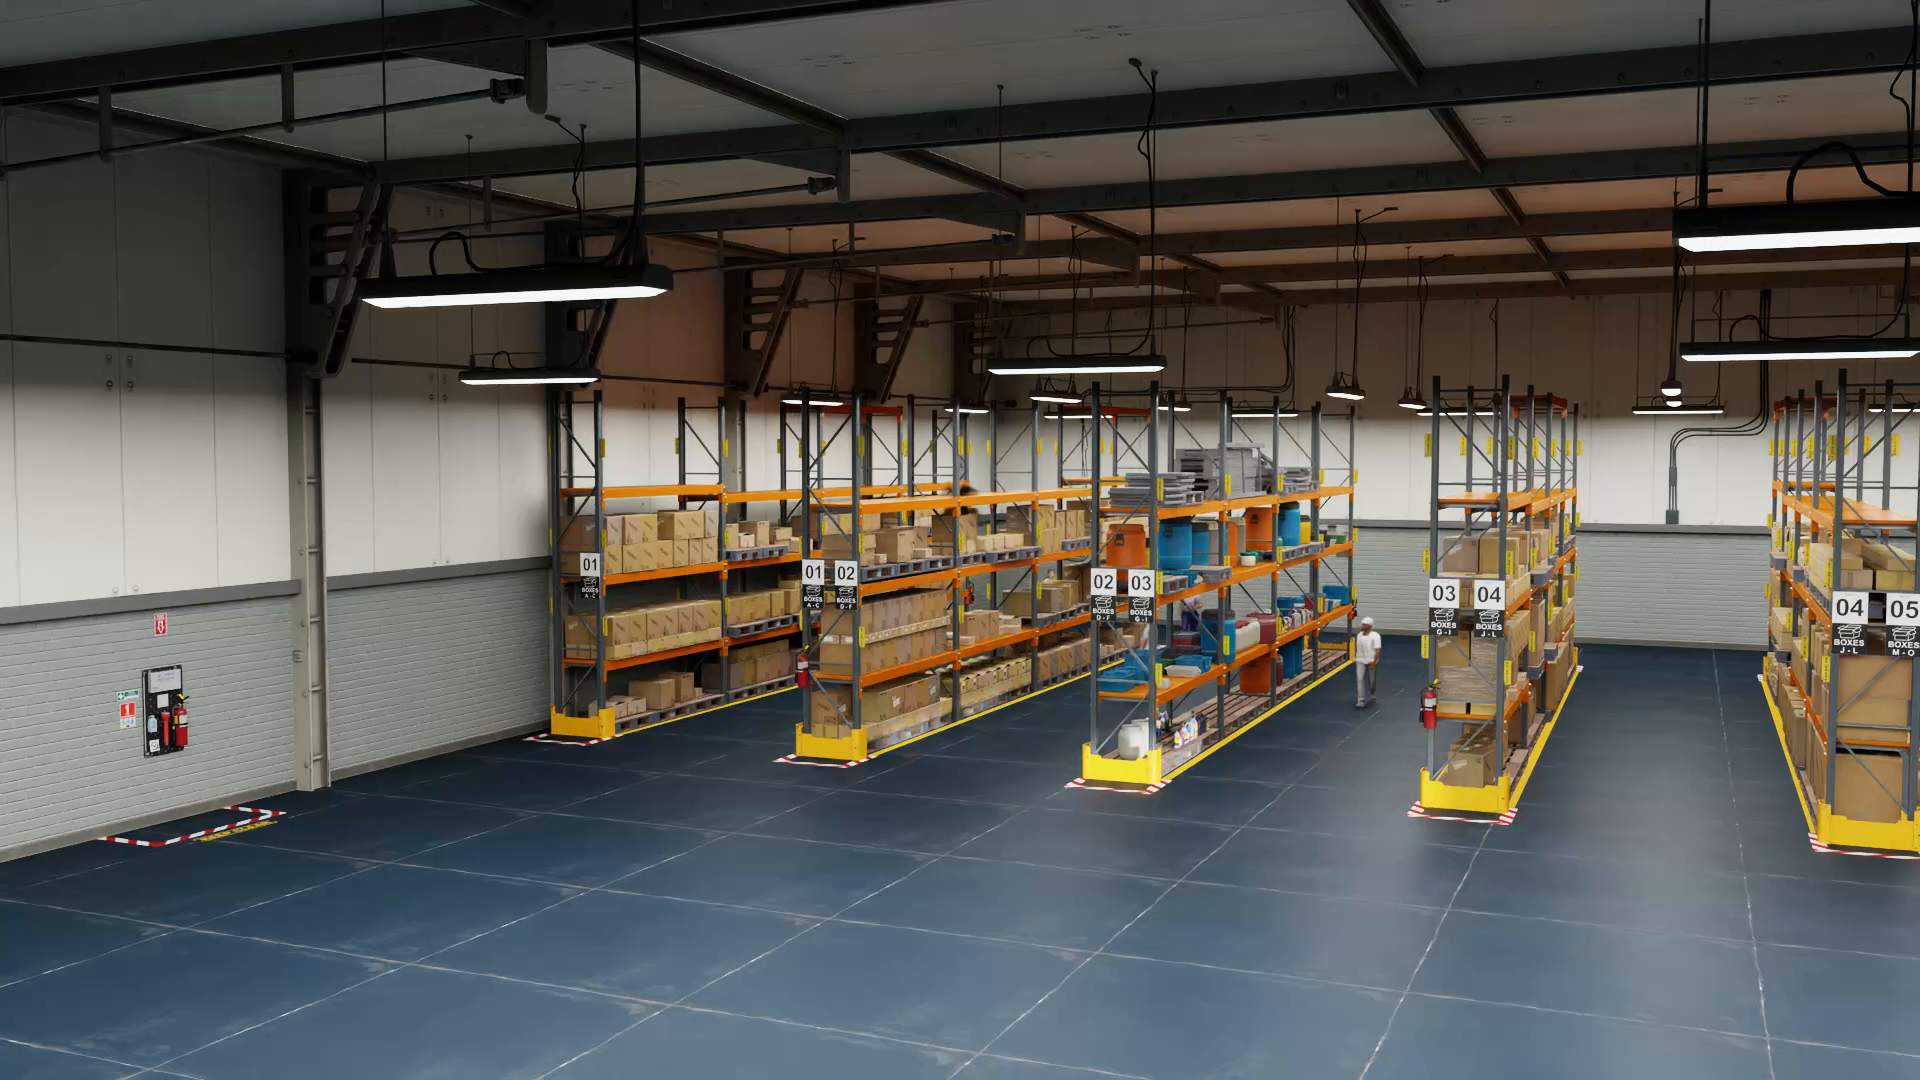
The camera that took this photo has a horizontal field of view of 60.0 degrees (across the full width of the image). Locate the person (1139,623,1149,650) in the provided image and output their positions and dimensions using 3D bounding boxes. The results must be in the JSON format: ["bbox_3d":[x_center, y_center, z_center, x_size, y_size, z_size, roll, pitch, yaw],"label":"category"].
[{"bbox_3d":[3.752,2.306,33.493,0.382,1.684,0.453,2,4,26],"label":"person"}]

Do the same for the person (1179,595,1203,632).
[{"bbox_3d":[5.676,1.891,41.146,0.631,1.602,0.993,1,3,24],"label":"person"}]

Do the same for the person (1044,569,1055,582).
[{"bbox_3d":[2.543,1.622,46.327,0.850,1.626,0.559,2,4,30],"label":"person"}]

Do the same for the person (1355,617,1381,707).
[{"bbox_3d":[7.928,2.364,32.314,0.497,1.725,1.080,1,3,19],"label":"person"}]
